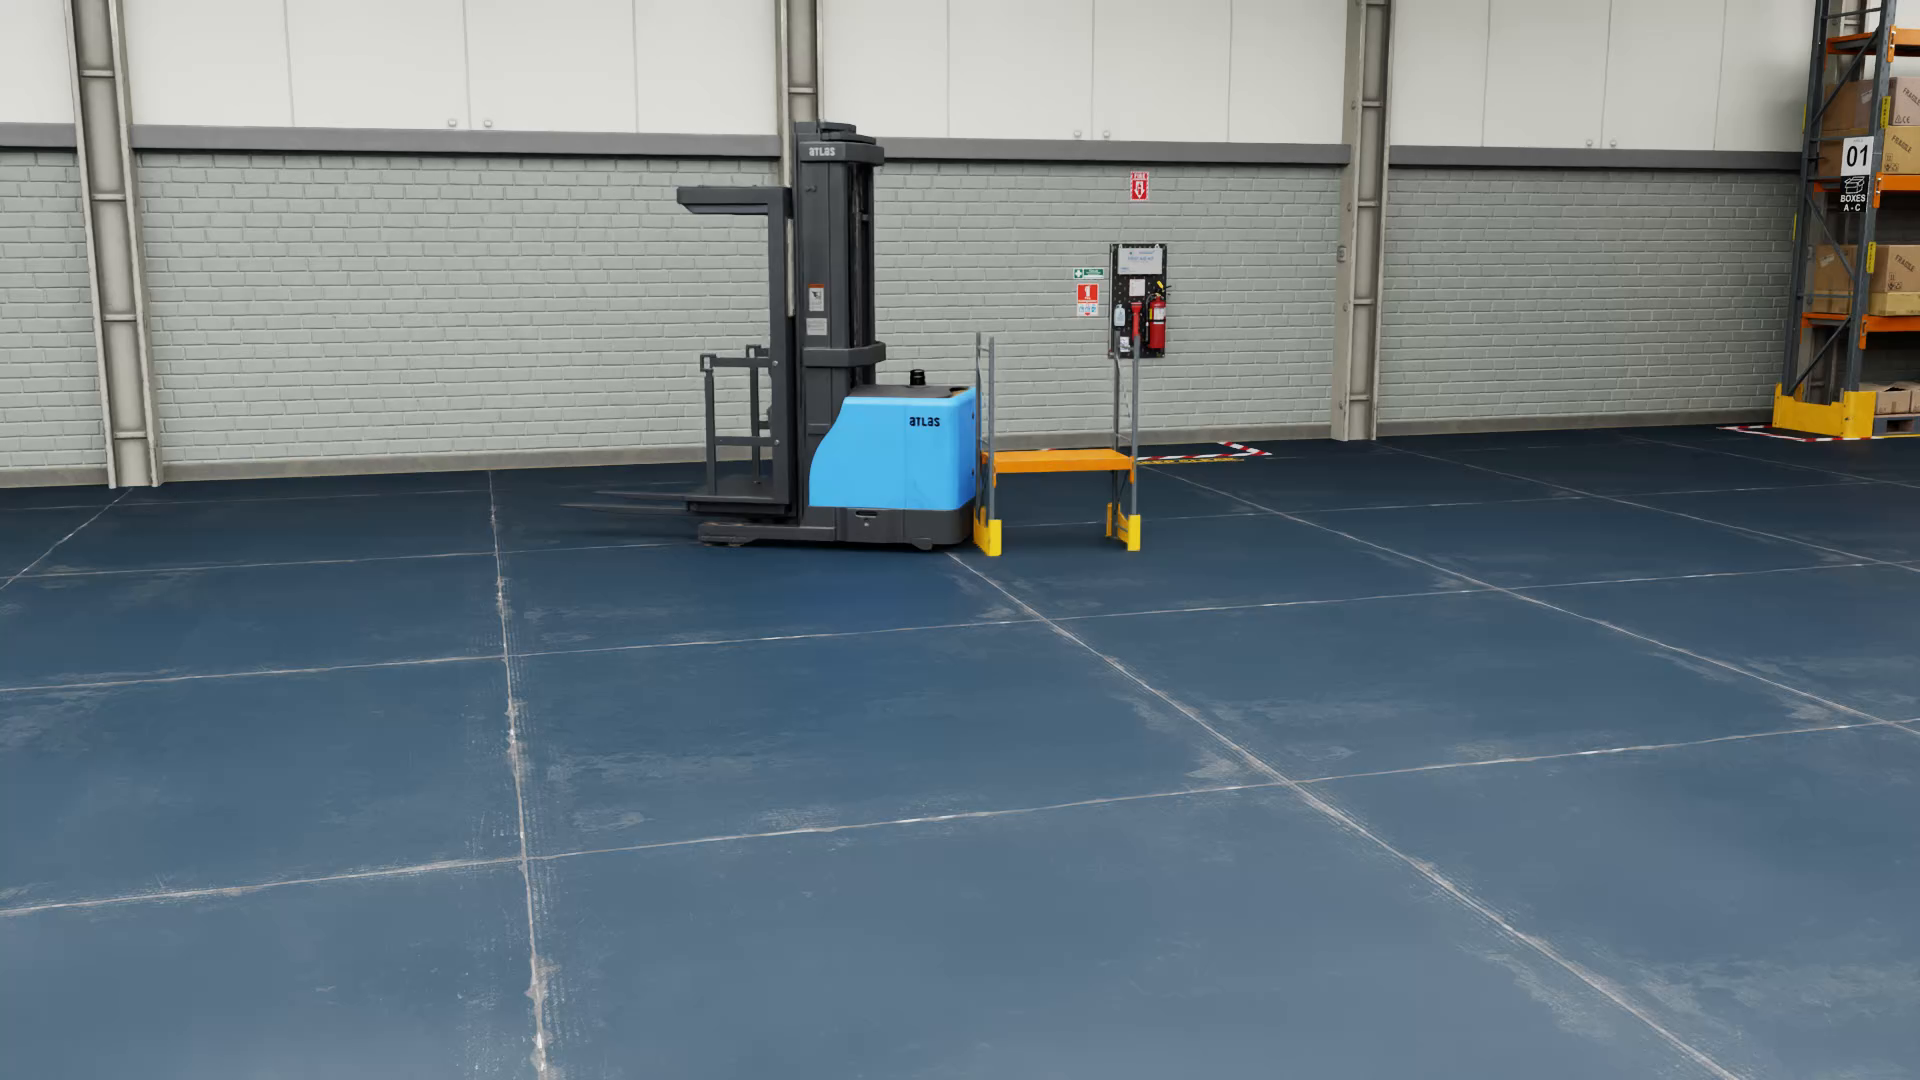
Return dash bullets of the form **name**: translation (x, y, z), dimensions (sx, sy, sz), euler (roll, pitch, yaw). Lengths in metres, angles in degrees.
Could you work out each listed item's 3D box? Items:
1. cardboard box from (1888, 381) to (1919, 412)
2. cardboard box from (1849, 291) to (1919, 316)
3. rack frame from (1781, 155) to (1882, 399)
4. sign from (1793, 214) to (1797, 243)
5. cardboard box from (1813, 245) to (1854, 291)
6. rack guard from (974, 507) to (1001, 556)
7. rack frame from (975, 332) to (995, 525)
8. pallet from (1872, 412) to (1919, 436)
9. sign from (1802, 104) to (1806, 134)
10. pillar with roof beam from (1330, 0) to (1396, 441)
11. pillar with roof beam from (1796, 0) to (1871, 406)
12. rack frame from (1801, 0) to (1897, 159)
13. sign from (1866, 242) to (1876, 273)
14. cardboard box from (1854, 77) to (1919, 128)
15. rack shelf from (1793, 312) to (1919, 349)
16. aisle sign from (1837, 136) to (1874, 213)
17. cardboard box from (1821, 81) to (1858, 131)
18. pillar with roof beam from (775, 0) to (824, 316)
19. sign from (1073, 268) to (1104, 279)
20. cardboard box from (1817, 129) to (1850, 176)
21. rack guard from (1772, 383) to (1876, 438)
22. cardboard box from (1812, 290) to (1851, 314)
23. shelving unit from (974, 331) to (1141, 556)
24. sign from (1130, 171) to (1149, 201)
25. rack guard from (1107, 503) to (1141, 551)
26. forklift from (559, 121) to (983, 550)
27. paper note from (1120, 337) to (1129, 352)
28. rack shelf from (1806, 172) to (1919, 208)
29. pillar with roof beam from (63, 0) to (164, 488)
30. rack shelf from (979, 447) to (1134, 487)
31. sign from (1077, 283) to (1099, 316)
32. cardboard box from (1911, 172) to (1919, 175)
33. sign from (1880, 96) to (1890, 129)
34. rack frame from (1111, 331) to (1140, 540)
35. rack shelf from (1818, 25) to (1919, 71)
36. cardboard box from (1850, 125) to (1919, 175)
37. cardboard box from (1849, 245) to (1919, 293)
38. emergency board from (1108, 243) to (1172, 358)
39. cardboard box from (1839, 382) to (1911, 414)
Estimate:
- **cardboard box**: translation (10.817, -1.630, 18.825), dimensions (0.500, 0.311, 0.500), euler (-2, 11, -11)
- **cardboard box**: translation (10.138, -2.593, 18.205), dimensions (0.500, 0.250, 0.500), euler (-3, 11, -18)
- **rack frame**: translation (9.580, -2.687, 18.359), dimensions (0.127, 3.000, 1.000), euler (-3, 11, -16)
- **sign**: translation (9.444, -3.510, 18.756), dimensions (0.005, 0.325, 0.100), euler (-3, 11, -16)
- **cardboard box**: translation (9.974, -3.053, 18.634), dimensions (0.500, 0.500, 0.500), euler (-3, 11, -17)
- **rack guard**: translation (0.191, -0.064, 11.704), dimensions (0.087, 0.250, 0.587), euler (-2, 11, -11)
- **rack frame**: translation (0.172, -0.678, 11.588), dimensions (0.032, 1.500, 0.500), euler (-2, 11, -11)
- **pallet**: translation (10.443, -1.355, 18.823), dimensions (1.213, 0.211, 1.003), euler (-3, 11, -16)
- **sign**: translation (9.444, -4.696, 18.537), dimensions (0.005, 0.325, 0.100), euler (-3, 11, -16)
- **pillar with roof beam**: translation (5.453, -4.772, 13.111), dimensions (0.400, 9.000, 9.100), euler (-3, 11, -16)
- **pillar with roof beam**: translation (11.214, -5.075, 14.760), dimensions (0.400, 9.000, 9.100), euler (-3, 11, -16)
- **rack frame**: translation (9.580, -5.638, 17.816), dimensions (0.127, 3.000, 1.000), euler (-3, 11, -16)
- **sign**: translation (9.732, -3.019, 17.769), dimensions (0.005, 0.325, 0.100), euler (-3, 11, -16)
- **cardboard box**: translation (10.018, -4.691, 17.863), dimensions (0.500, 0.500, 0.500), euler (-4, 11, -20)
- **rack shelf**: translation (11.501, -2.435, 18.974), dimensions (4.000, 0.370, 1.077), euler (-3, 11, -16)
- **aisle sign**: translation (9.595, -3.910, 17.821), dimensions (0.004, 0.787, 0.394), euler (-3, 11, -16)
- **cardboard box**: translation (9.921, -4.781, 18.352), dimensions (0.500, 0.500, 0.500), euler (-3, 11, -13)
- **pillar with roof beam**: translation (-0.308, -4.468, 11.462), dimensions (0.400, 9.000, 9.100), euler (-3, 11, -16)
- **sign**: translation (1.314, -2.718, 16.963), dimensions (0.331, 0.109, 0.001), euler (-3, 11, -16)
- **cardboard box**: translation (9.910, -4.287, 18.431), dimensions (0.500, 0.500, 0.500), euler (-2, 11, -12)
- **rack guard**: translation (9.653, -1.462, 18.607), dimensions (0.348, 0.500, 1.175), euler (-3, 11, -16)
- **cardboard box**: translation (9.975, -2.681, 18.683), dimensions (0.500, 0.250, 0.500), euler (-3, 11, -15)
- **shelving unit**: translation (0.680, -0.696, 11.686), dimensions (1.083, 1.500, 0.587), euler (-2, 11, -11)
- **sign**: translation (1.831, -3.608, 16.958), dimensions (0.199, 0.298, 0.001), euler (-3, 11, -16)
- **rack guard**: translation (1.169, -0.099, 11.894), dimensions (0.087, 0.250, 0.587), euler (-2, 11, -11)
- **forklift**: translation (-1.397, -1.482, 12.002), dimensions (3.031, 2.935, 1.130), euler (2, 11, 11)
- **paper note**: translation (1.677, -2.021, 17.172), dimensions (0.142, 0.148, 0.016), euler (-3, 11, -16)
- **rack shelf**: translation (11.501, -3.910, 18.703), dimensions (4.000, 0.370, 1.077), euler (-3, 11, -16)
- **pillar with roof beam**: translation (-6.069, -4.164, 9.812), dimensions (0.400, 9.000, 9.100), euler (-3, 11, -16)
- **rack shelf**: translation (0.671, -0.519, 11.717), dimensions (1.000, 0.185, 0.538), euler (-2, 11, -11)
- **sign**: translation (1.307, -2.459, 17.018), dimensions (0.234, 0.329, 0.001), euler (-3, 11, -16)
- **cardboard box**: translation (10.497, -4.216, 18.047), dimensions (0.500, 0.500, 0.500), euler (-2, 11, -12)
- **sign**: translation (9.732, -4.498, 17.496), dimensions (0.005, 0.325, 0.100), euler (-3, 11, -16)
- **rack frame**: translation (1.170, -0.714, 11.781), dimensions (0.032, 1.500, 0.500), euler (-2, 11, -11)
- **rack shelf**: translation (11.501, -5.384, 18.431), dimensions (4.000, 0.370, 1.077), euler (-3, 11, -16)
- **cardboard box**: translation (9.971, -4.195, 17.933), dimensions (0.500, 0.500, 0.500), euler (-3, 11, -14)
- **cardboard box**: translation (10.123, -2.964, 18.151), dimensions (0.500, 0.500, 0.500), euler (-3, 11, -16)
- **emergency board**: translation (1.866, -2.451, 17.076), dimensions (0.643, 1.169, 0.194), euler (-3, 11, -16)
- **cardboard box**: translation (10.270, -1.601, 18.668), dimensions (0.500, 0.311, 0.500), euler (-4, 11, -22)
